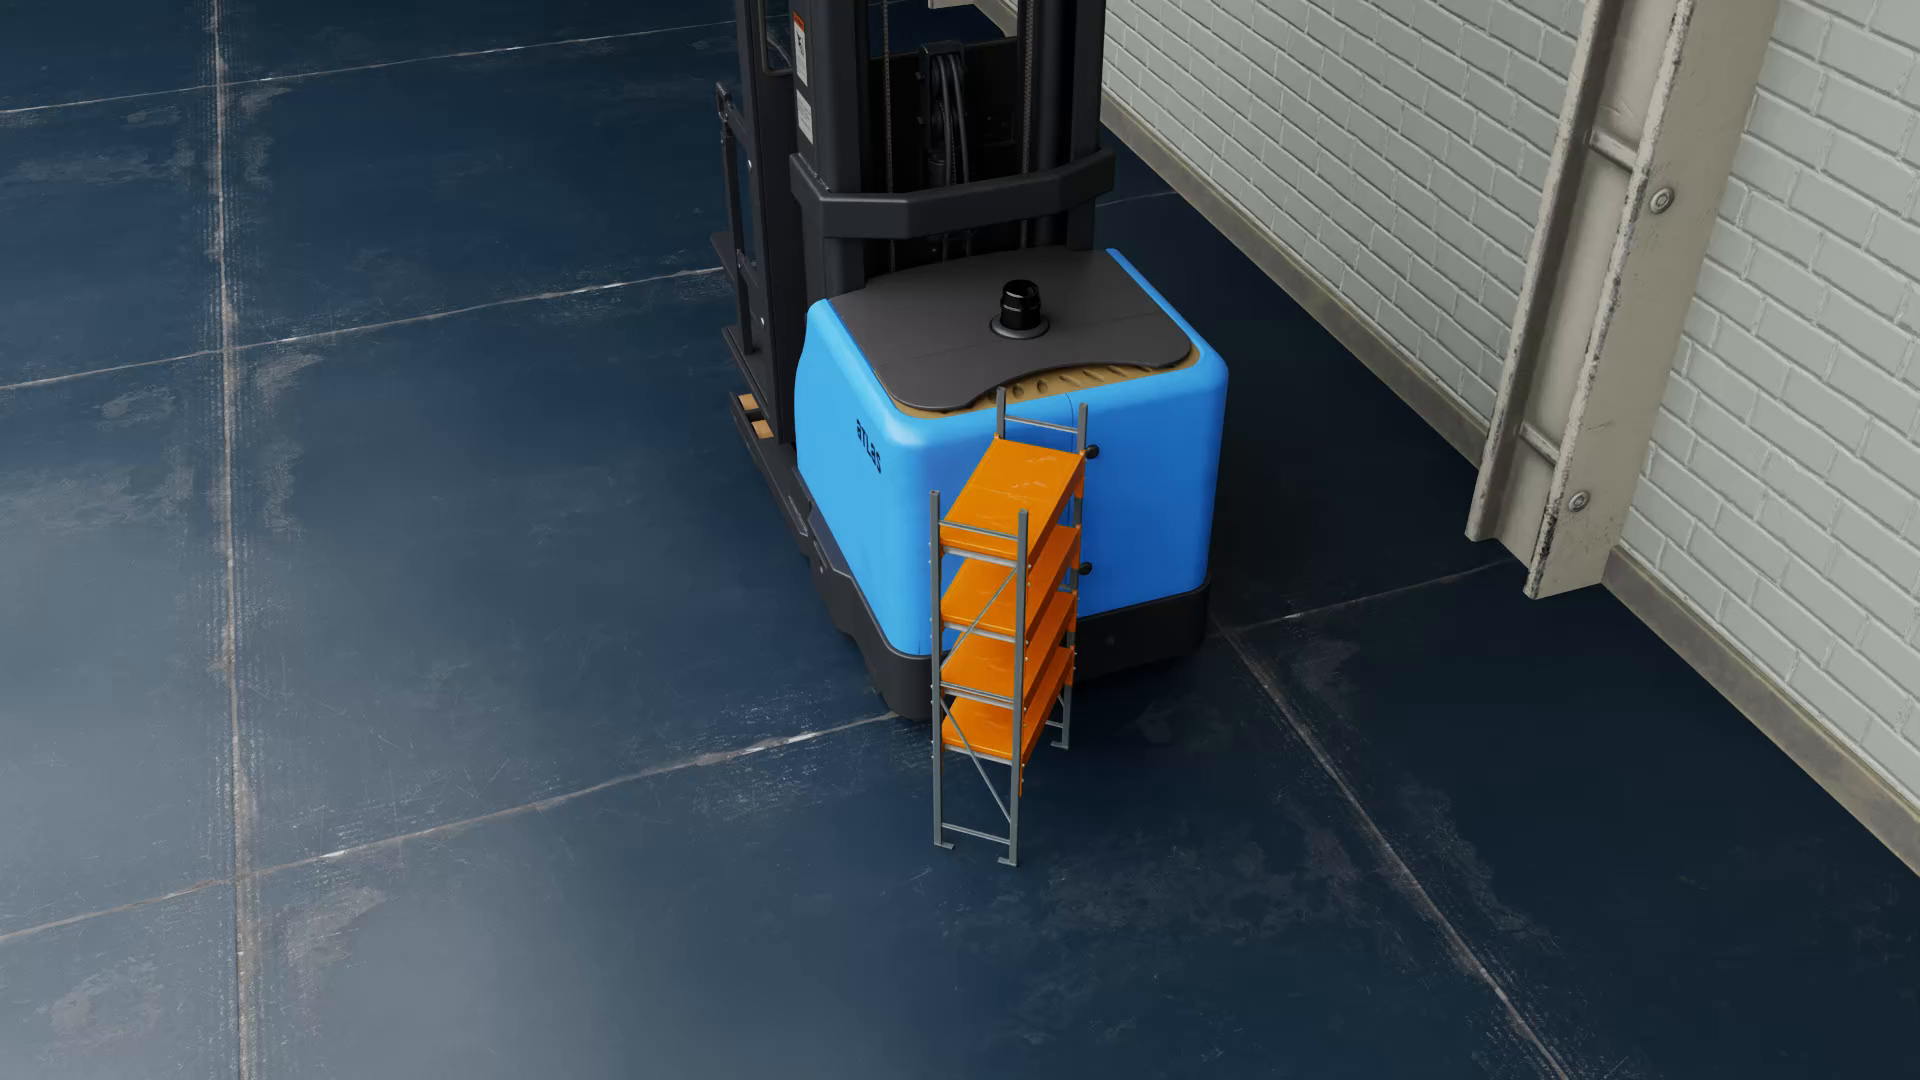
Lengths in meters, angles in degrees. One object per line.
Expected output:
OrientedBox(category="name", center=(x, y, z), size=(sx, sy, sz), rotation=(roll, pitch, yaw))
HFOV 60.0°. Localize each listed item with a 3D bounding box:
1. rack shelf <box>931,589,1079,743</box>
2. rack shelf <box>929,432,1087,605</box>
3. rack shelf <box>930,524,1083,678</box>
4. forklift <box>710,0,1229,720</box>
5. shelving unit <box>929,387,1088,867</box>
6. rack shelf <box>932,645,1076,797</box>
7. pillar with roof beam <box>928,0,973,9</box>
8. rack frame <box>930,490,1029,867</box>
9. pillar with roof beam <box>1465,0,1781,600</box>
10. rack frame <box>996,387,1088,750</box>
OrientedBox(category="rack shelf", center=(0.127, 0.305, 4.460), size=(0.258, 0.148, 0.480), rotation=(12, 39, 16))
OrientedBox(category="rack shelf", center=(0.127, -0.063, 4.183), size=(0.258, 0.148, 0.480), rotation=(12, 39, 16))
OrientedBox(category="rack shelf", center=(0.127, 0.126, 4.325), size=(0.258, 0.148, 0.480), rotation=(12, 39, 16))
OrientedBox(category="forklift", center=(-0.220, -1.526, 5.340), size=(1.130, 2.935, 3.031), rotation=(-13, 39, -16))
OrientedBox(category="shelving unit", center=(0.127, 0.251, 4.419), size=(0.258, 1.200, 0.503), rotation=(12, 39, 16))
OrientedBox(category="rack shelf", center=(0.127, 0.464, 4.579), size=(0.258, 0.148, 0.480), rotation=(12, 39, 16))
OrientedBox(category="pillar with roof beam", center=(-4.143, -6.038, 6.287), size=(9.100, 9.000, 0.400), rotation=(-12, 39, -16))
OrientedBox(category="rack frame", center=(0.044, 0.389, 4.236), size=(0.240, 1.200, 0.015), rotation=(12, 39, 16))
OrientedBox(category="pillar with roof beam", center=(-2.078, -2.649, 1.787), size=(9.100, 9.000, 0.400), rotation=(-12, 39, -16))
OrientedBox(category="rack frame", center=(0.210, 0.113, 4.603), size=(0.240, 1.200, 0.015), rotation=(12, 39, 16))
